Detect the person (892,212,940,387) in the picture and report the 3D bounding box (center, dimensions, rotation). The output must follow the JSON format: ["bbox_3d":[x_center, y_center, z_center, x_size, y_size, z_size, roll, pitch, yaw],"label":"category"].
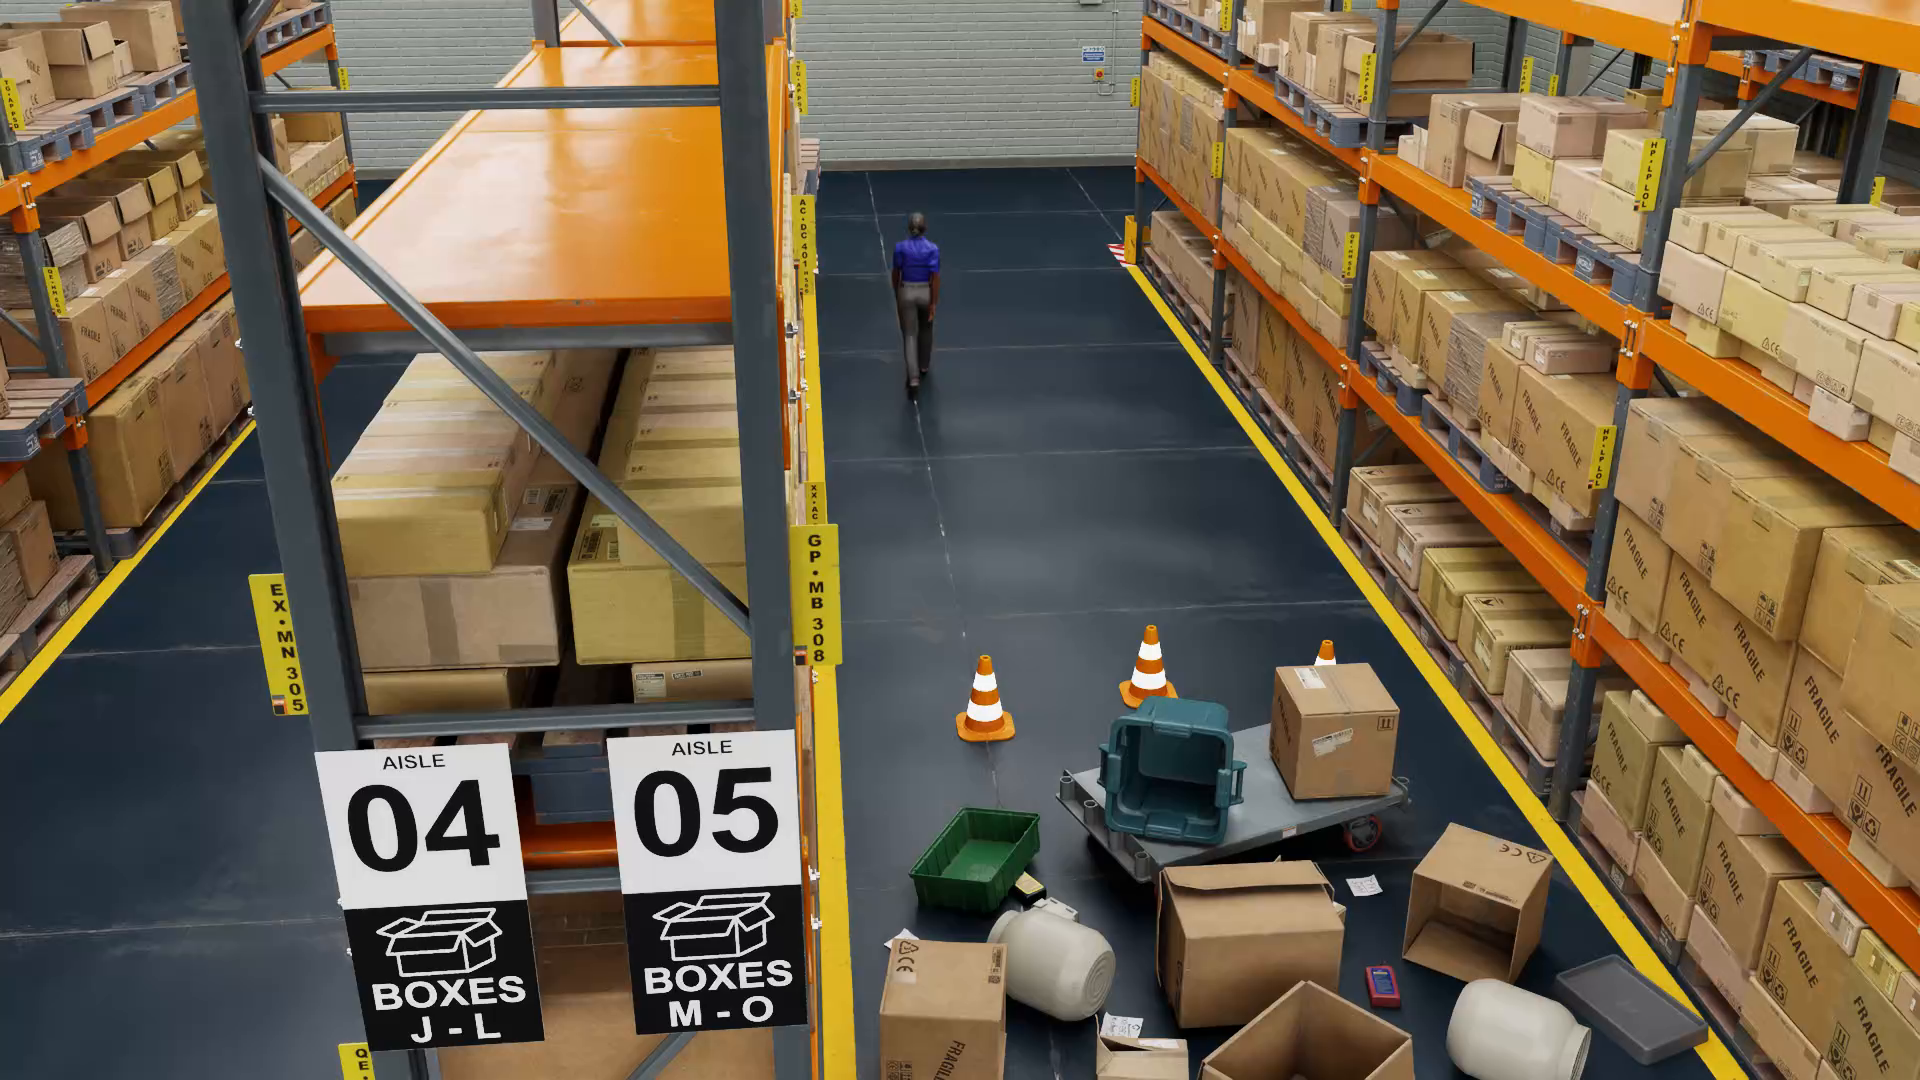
[{"bbox_3d":[-0.407,-2.250,15.395,0.436,1.599,1.000,-2,24,-5],"label":"person"}]
